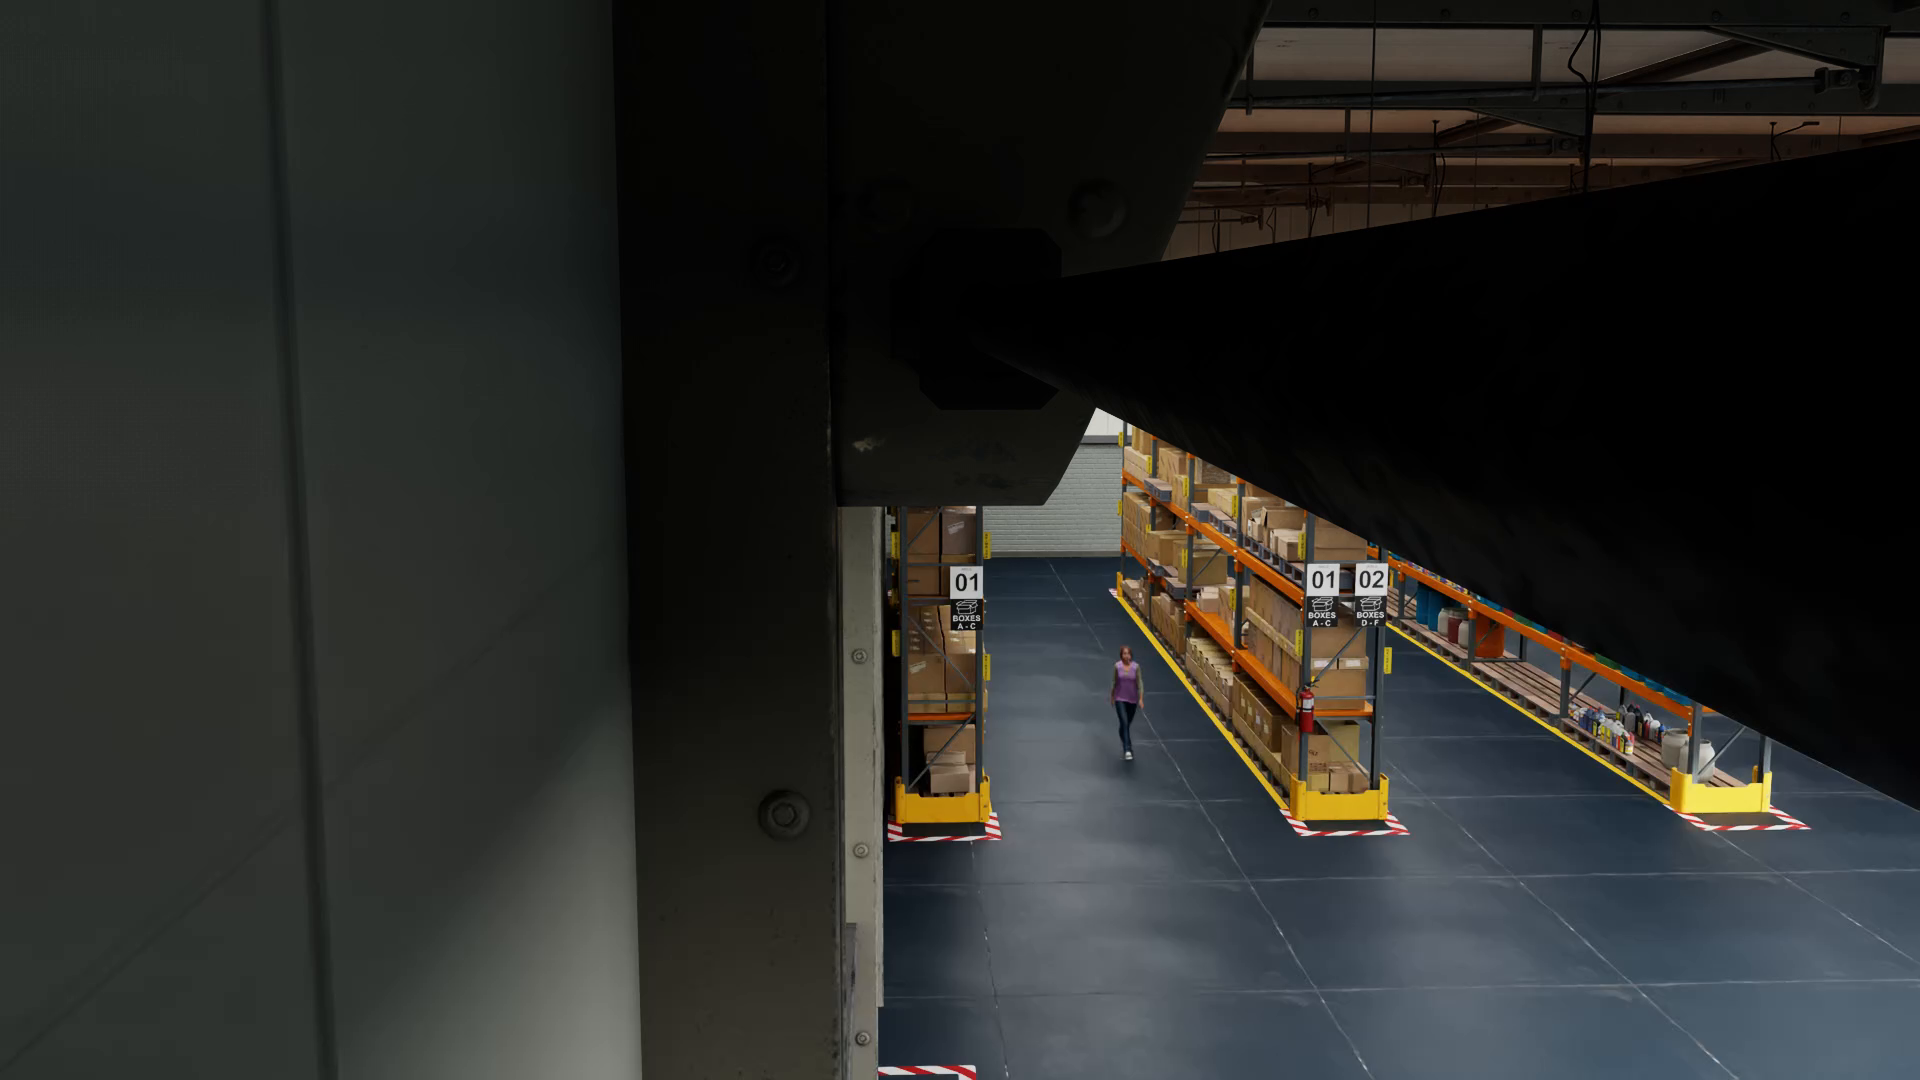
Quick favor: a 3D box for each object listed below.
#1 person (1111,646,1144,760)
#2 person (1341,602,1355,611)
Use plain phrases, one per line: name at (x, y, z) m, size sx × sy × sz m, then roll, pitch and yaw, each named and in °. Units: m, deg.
person at (2.377, 2.266, 23.553) m, size 0.397 × 1.513 × 1.008 m, roll -2°, pitch 8°, yaw -11°
person at (7.390, 1.044, 31.095) m, size 0.599 × 1.666 × 0.855 m, roll 1°, pitch 8°, yaw 6°
